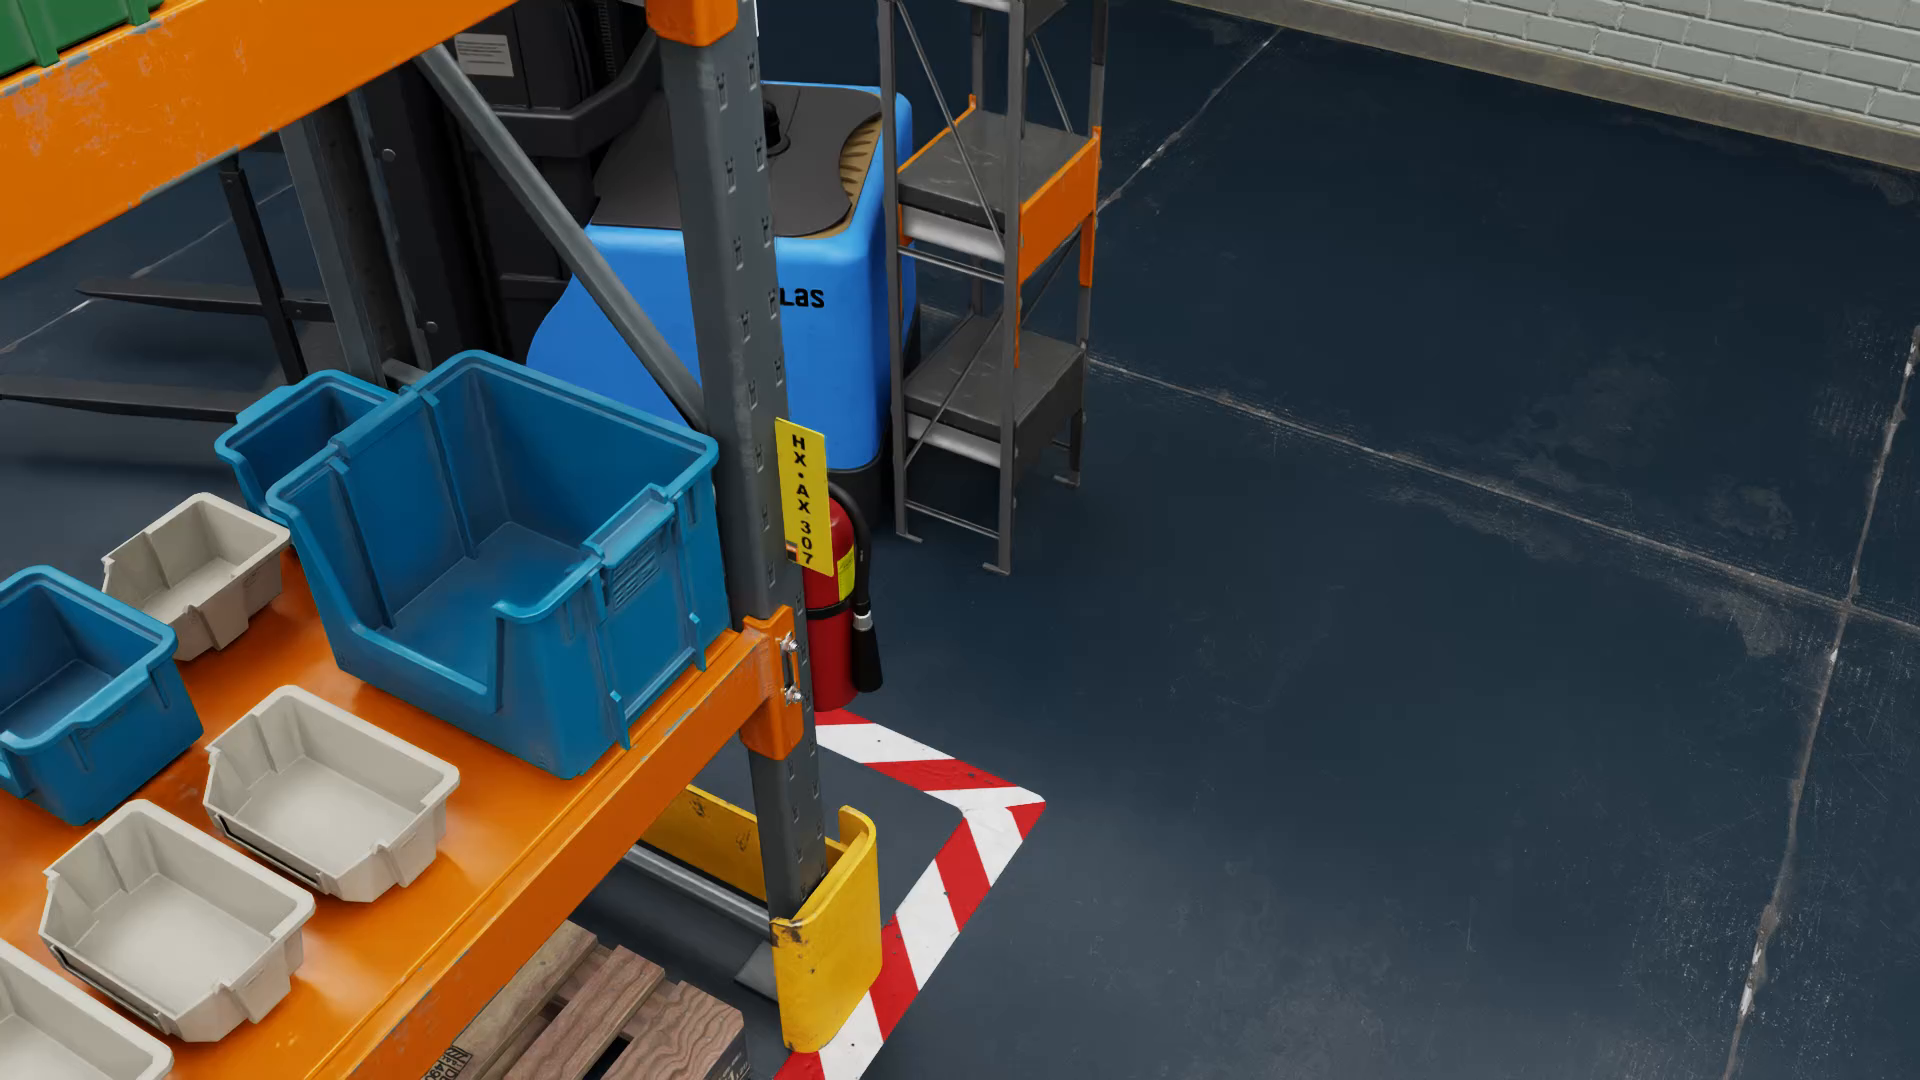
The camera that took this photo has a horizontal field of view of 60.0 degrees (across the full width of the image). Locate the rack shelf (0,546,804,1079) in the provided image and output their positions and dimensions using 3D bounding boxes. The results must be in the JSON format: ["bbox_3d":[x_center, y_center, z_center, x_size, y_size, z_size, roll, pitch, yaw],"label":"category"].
[{"bbox_3d":[-1.759,1.231,2.126,1.077,0.370,4.000,21,45,22],"label":"rack shelf"}]

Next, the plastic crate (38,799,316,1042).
[{"bbox_3d":[-1.167,0.581,2.475,0.396,0.136,0.243,21,45,22],"label":"plastic crate"}]

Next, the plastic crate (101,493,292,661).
[{"bbox_3d":[-1.399,0.082,3.041,0.250,0.136,0.298,21,45,22],"label":"plastic crate"}]

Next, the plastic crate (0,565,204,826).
[{"bbox_3d":[-1.496,0.266,2.759,0.416,0.233,0.300,21,45,22],"label":"plastic crate"}]

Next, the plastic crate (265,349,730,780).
[{"bbox_3d":[-0.764,0.035,2.869,0.616,0.435,0.499,21,45,22],"label":"plastic crate"}]

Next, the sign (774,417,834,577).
[{"bbox_3d":[-0.274,-0.072,2.938,0.100,0.325,0.005,21,45,22],"label":"sign"}]

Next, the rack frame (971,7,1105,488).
[{"bbox_3d":[0.212,-1.024,4.824,0.400,2.100,0.015,20,45,21],"label":"rack frame"}]

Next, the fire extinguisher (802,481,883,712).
[{"bbox_3d":[-0.289,0.050,3.264,0.296,0.674,0.183,21,45,22],"label":"fire extinguisher"}]

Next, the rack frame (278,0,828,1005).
[{"bbox_3d":[-0.758,-0.183,3.188,1.000,3.000,0.127,21,45,22],"label":"rack frame"}]

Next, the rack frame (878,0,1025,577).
[{"bbox_3d":[-0.024,-0.742,4.504,0.400,2.100,0.015,20,45,21],"label":"rack frame"}]

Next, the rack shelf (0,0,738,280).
[{"bbox_3d":[-1.759,0.106,1.135,1.077,0.370,4.000,21,45,22],"label":"rack shelf"}]

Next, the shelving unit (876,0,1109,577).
[{"bbox_3d":[0.094,-0.883,4.664,0.431,2.100,0.503,20,45,21],"label":"shelving unit"}]

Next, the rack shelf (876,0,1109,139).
[{"bbox_3d":[0.094,-1.398,4.210,0.431,0.518,0.480,20,45,21],"label":"rack shelf"}]

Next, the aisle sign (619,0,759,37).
[{"bbox_3d":[-0.469,-1.103,2.266,0.394,0.787,0.004,21,45,22],"label":"aisle sign"}]

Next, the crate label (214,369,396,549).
[{"bbox_3d":[-1.167,-0.110,3.187,0.416,0.233,0.303,21,45,22],"label":"crate label"}]

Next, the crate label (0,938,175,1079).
[{"bbox_3d":[-1.285,0.748,2.285,0.396,0.136,0.243,21,45,22],"label":"crate label"}]

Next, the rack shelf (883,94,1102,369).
[{"bbox_3d":[0.094,-0.873,4.673,0.431,0.518,0.480,20,45,21],"label":"rack shelf"}]

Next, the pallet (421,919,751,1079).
[{"bbox_3d":[-1.204,1.323,3.588,1.003,0.211,1.213,21,45,22],"label":"pallet"}]

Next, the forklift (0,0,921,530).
[{"bbox_3d":[-1.693,-1.526,4.765,3.031,2.935,1.130,5,42,5],"label":"forklift"}]

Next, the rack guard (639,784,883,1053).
[{"bbox_3d":[-0.757,0.737,4.035,1.175,0.500,0.348,21,45,22],"label":"rack guard"}]

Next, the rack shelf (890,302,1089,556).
[{"bbox_3d":[0.094,-0.348,5.136,0.431,0.518,0.480,20,45,21],"label":"rack shelf"}]

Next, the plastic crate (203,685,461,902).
[{"bbox_3d":[-1.009,0.420,2.658,0.396,0.136,0.243,21,45,22],"label":"plastic crate"}]
